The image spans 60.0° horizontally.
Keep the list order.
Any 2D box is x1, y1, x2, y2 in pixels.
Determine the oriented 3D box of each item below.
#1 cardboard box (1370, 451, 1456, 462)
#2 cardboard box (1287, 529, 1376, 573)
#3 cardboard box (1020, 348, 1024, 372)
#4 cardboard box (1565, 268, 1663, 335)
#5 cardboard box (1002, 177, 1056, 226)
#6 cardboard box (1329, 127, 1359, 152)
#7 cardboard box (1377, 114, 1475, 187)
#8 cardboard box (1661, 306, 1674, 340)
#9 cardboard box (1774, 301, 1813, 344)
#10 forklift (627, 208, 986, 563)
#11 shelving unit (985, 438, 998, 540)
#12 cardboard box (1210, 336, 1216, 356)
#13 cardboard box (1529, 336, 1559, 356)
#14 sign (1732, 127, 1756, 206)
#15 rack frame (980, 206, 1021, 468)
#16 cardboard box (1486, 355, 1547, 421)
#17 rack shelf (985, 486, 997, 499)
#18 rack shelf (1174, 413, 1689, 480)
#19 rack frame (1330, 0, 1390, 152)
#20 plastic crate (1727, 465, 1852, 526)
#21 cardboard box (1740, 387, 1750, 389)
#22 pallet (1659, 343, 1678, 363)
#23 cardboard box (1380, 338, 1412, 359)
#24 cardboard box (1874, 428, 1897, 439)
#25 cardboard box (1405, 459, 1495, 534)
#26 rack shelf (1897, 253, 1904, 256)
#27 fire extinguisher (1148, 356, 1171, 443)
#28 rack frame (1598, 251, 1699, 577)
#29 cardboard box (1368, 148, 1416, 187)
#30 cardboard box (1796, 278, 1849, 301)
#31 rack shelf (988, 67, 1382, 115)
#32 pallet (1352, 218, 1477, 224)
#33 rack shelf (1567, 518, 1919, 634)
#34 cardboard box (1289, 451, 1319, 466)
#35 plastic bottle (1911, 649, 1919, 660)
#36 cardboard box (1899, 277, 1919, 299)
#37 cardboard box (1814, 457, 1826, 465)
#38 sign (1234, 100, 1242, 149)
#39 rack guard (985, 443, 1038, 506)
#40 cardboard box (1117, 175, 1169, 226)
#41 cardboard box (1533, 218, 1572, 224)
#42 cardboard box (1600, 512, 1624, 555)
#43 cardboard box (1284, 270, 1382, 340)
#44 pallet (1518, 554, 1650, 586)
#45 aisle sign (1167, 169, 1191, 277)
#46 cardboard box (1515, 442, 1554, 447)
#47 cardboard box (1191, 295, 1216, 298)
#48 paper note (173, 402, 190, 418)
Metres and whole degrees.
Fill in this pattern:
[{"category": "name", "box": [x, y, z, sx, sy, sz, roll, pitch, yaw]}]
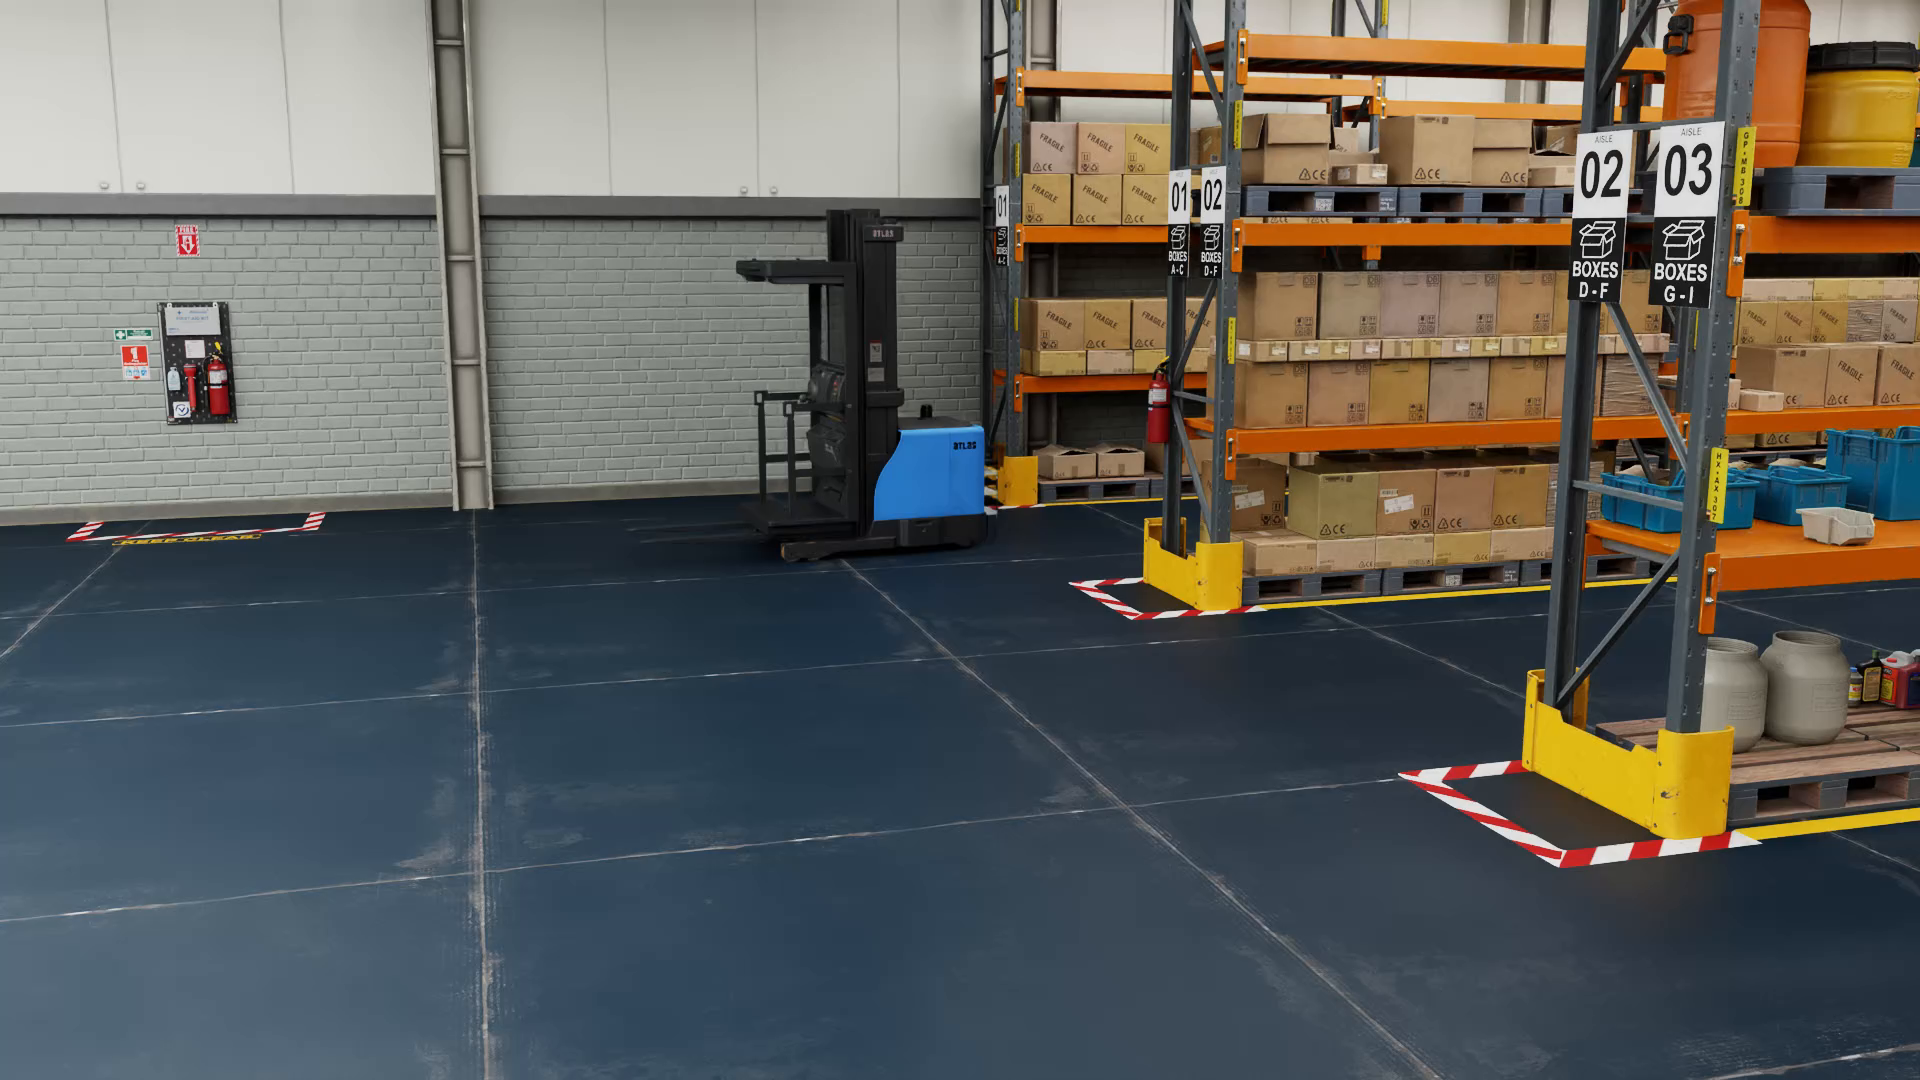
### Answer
[{"category": "cardboard box", "box": [3.664, -0.441, 13.523, 0.500, 0.500, 0.500, -3, 11, -16]}, {"category": "cardboard box", "box": [2.852, 0.070, 12.816, 0.500, 0.250, 0.500, -3, 11, -16]}, {"category": "cardboard box", "box": [0.803, -1.916, 17.527, 0.500, 0.250, 0.500, -3, 11, -15]}, {"category": "cardboard box", "box": [5.212, -1.927, 13.372, 0.500, 0.500, 0.700, -3, 11, -16]}, {"category": "cardboard box", "box": [0.738, -3.522, 17.275, 0.500, 0.500, 0.500, -2, 11, -12]}, {"category": "cardboard box", "box": [3.843, -4.078, 17.536, 0.500, 0.500, 0.500, -4, 11, -21]}, {"category": "cardboard box", "box": [3.467, -2.898, 12.394, 0.500, 0.500, 0.500, -3, 11, -16]}, {"category": "cardboard box", "box": [8.469, -2.602, 19.743, 0.500, 0.500, 0.500, -3, 11, -16]}, {"category": "cardboard box", "box": [9.609, -2.562, 19.527, 0.500, 0.500, 0.500, -3, 11, -16]}, {"category": "forklift", "box": [-1.339, -1.359, 14.333, 3.031, 2.935, 1.130, -4, 11, -21]}, {"category": "shelving unit", "box": [0.196, -0.456, 15.040, 0.210, 0.900, 0.258, -4, 11, -21]}, {"category": "cardboard box", "box": [2.110, -1.482, 12.744, 0.250, 0.149, 0.380, -3, 11, -17]}, {"category": "cardboard box", "box": [4.458, -1.530, 13.003, 0.250, 0.149, 0.380, -3, 11, -16]}, {"category": "sign", "box": [3.327, -1.584, 7.055, 0.005, 0.325, 0.100, -3, 11, -16]}, {"category": "rack frame", "box": [0.408, -1.922, 17.203, 0.127, 3.000, 1.000, -3, 11, -16]}, {"category": "cardboard box", "box": [4.225, -1.237, 13.204, 0.500, 0.500, 0.700, -3, 11, -15]}, {"category": "rack shelf", "box": [0.196, -0.424, 15.046, 0.200, 0.077, 0.258, -4, 11, -21]}, {"category": "rack shelf", "box": [3.716, -0.809, 13.142, 4.000, 0.370, 1.077, -3, 11, -16]}, {"category": "rack frame", "box": [4.249, -5.075, 17.760, 0.127, 3.000, 1.000, -3, 11, -16]}, {"category": "plastic crate", "box": [4.199, -0.236, 8.455, 0.408, 0.251, 0.499, -3, 11, -16]}, {"category": "cardboard box", "box": [6.430, -1.274, 14.054, 0.258, 0.266, 0.396, -3, 11, -17]}, {"category": "pallet", "box": [7.435, -2.178, 19.123, 1.003, 0.211, 1.213, -3, 11, -16]}, {"category": "cardboard box", "box": [3.224, -1.464, 12.649, 0.250, 0.149, 0.380, -3, 11, -18]}, {"category": "cardboard box", "box": [11.342, -1.623, 20.357, 0.750, 0.750, 0.750, -3, 11, -15]}, {"category": "cardboard box", "box": [3.814, -0.348, 13.017, 0.500, 0.500, 0.500, -3, 11, -16]}, {"category": "rack shelf", "box": [10.009, -3.550, 19.746, 4.000, 0.370, 1.077, -3, 11, -16]}, {"category": "fire extinguisher", "box": [1.553, -1.098, 12.940, 0.183, 0.674, 0.296, -3, 11, -16]}, {"category": "rack frame", "box": [5.637, -1.264, 13.626, 0.127, 3.000, 1.000, -3, 11, -16]}, {"category": "cardboard box", "box": [3.362, -2.900, 12.931, 0.500, 0.311, 0.500, -2, 11, -9]}, {"category": "cardboard box", "box": [10.080, -2.960, 19.614, 0.500, 0.250, 0.500, -3, 11, -17]}, {"category": "rack shelf", "box": [2.328, -4.618, 17.275, 4.000, 0.370, 1.077, -3, 11, -16]}, {"category": "pallet", "box": [4.871, -3.520, 18.117, 1.003, 0.211, 1.213, -3, 11, -16]}, {"category": "rack shelf", "box": [5.097, 0.053, 8.463, 4.000, 0.370, 1.077, -3, 11, -16]}, {"category": "cardboard box", "box": [3.743, -0.915, 18.344, 0.250, 0.166, 0.380, -5, 11, -23]}, {"category": "plastic bottle", "box": [5.201, 0.739, 9.055, 0.135, 0.276, 0.152, -3, 11, -18]}, {"category": "cardboard box", "box": [11.553, -3.036, 20.026, 0.500, 0.250, 0.500, -3, 11, -15]}, {"category": "cardboard box", "box": [7.900, -0.567, 14.729, 0.500, 0.311, 0.500, -3, 11, -17]}, {"category": "sign", "box": [1.946, -2.909, 11.643, 0.005, 0.325, 0.100, -3, 11, -16]}, {"category": "rack guard", "box": [0.481, -0.697, 17.451, 0.348, 0.500, 1.175, -3, 11, -16]}, {"category": "cardboard box", "box": [1.822, -3.478, 17.037, 0.500, 0.500, 0.500, -2, 11, -13]}, {"category": "cardboard box", "box": [6.819, -3.813, 18.851, 0.637, 0.503, 0.797, -1, 11, -8]}, {"category": "cardboard box", "box": [5.253, -0.057, 13.503, 0.500, 0.250, 0.500, -3, 11, -16]}, {"category": "cardboard box", "box": [2.802, -1.800, 12.681, 0.500, 0.500, 0.700, -3, 11, -17]}, {"category": "pallet", "box": [4.861, 0.141, 13.700, 1.213, 0.211, 1.003, -3, 11, -16]}, {"category": "aisle sign", "box": [1.651, -2.388, 12.551, 0.004, 0.787, 0.394, -3, 11, -16]}, {"category": "cardboard box", "box": [6.416, -1.233, 19.147, 0.500, 0.500, 0.700, -3, 11, -16]}, {"category": "cardboard box", "box": [2.761, -2.392, 18.044, 0.500, 0.500, 0.500, -3, 11, -14]}, {"category": "paper note", "box": [-7.495, -1.256, 16.016, 0.142, 0.148, 0.016, -3, 11, -16]}]
